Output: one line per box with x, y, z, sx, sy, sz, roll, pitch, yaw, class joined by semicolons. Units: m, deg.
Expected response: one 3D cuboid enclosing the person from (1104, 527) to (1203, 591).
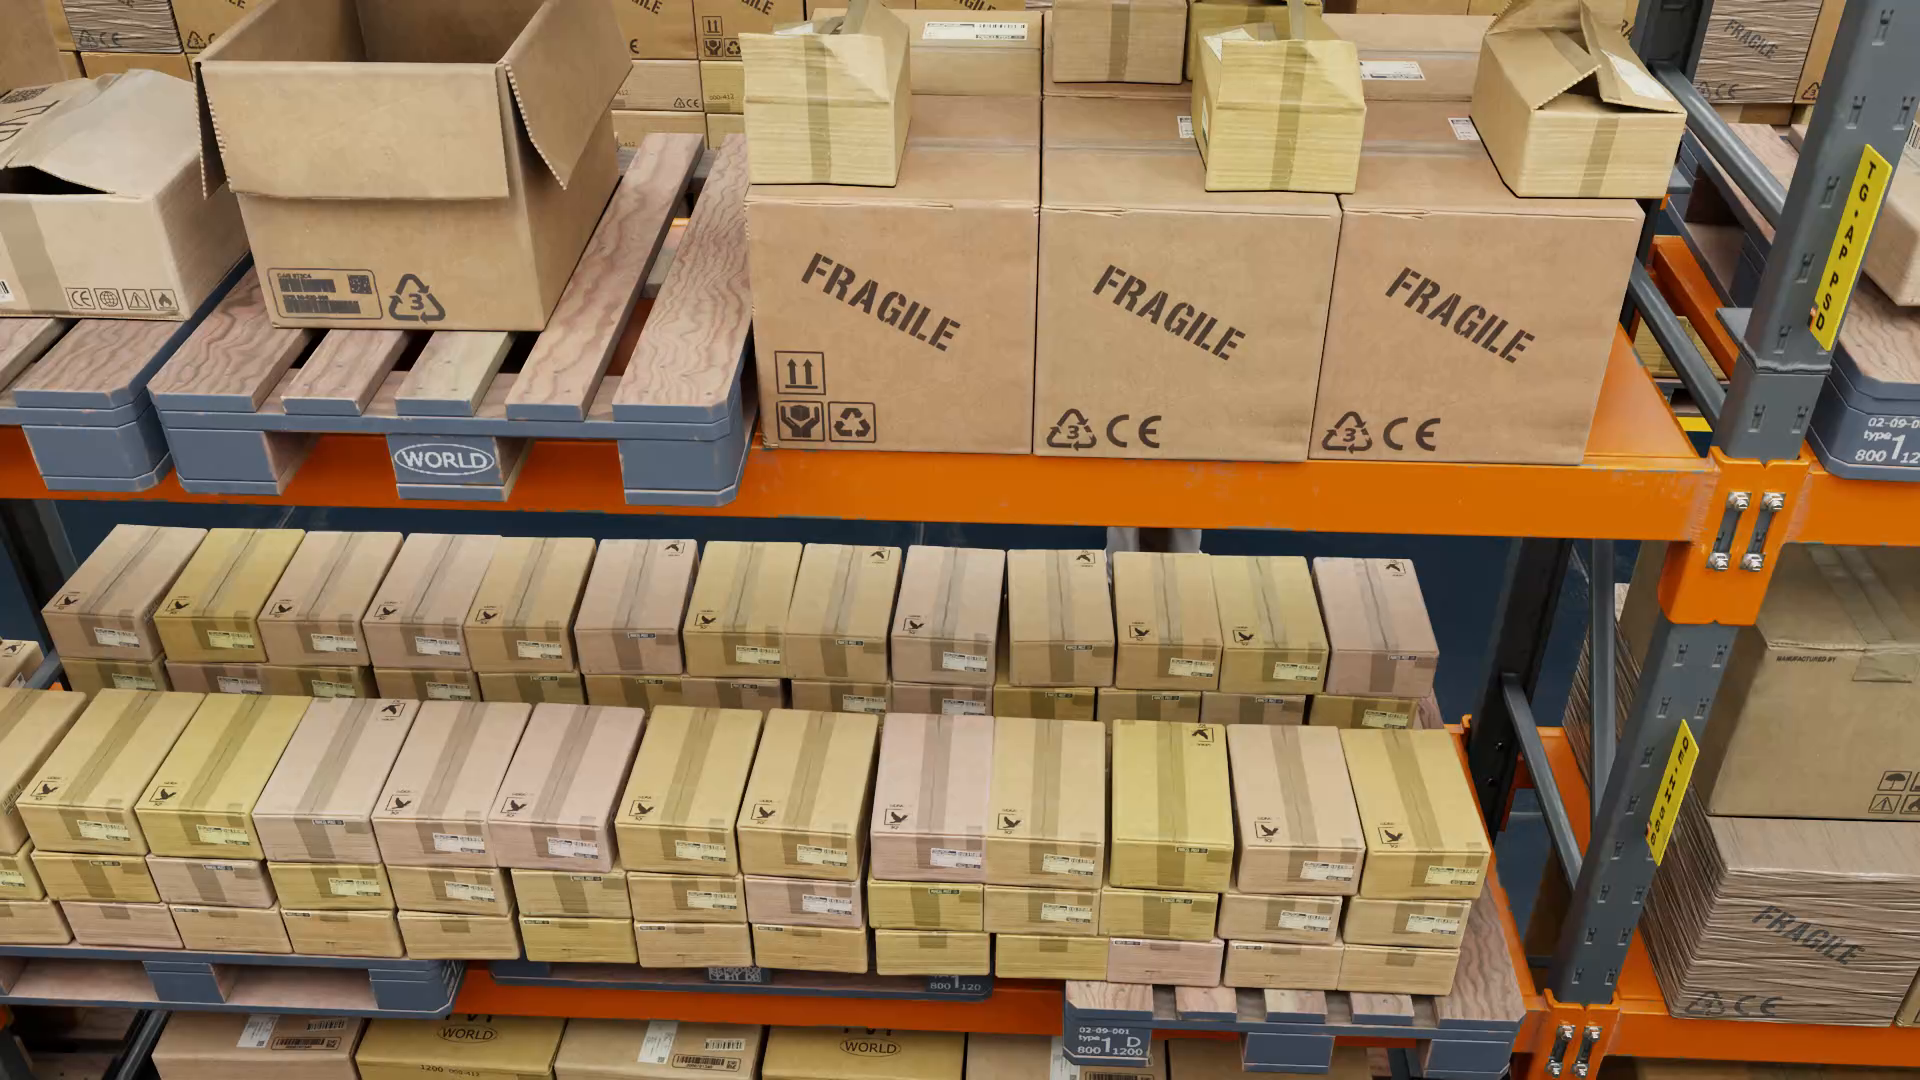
0.806;-0.525;6.902;0.656;1.775;0.418;0;35;0;person
